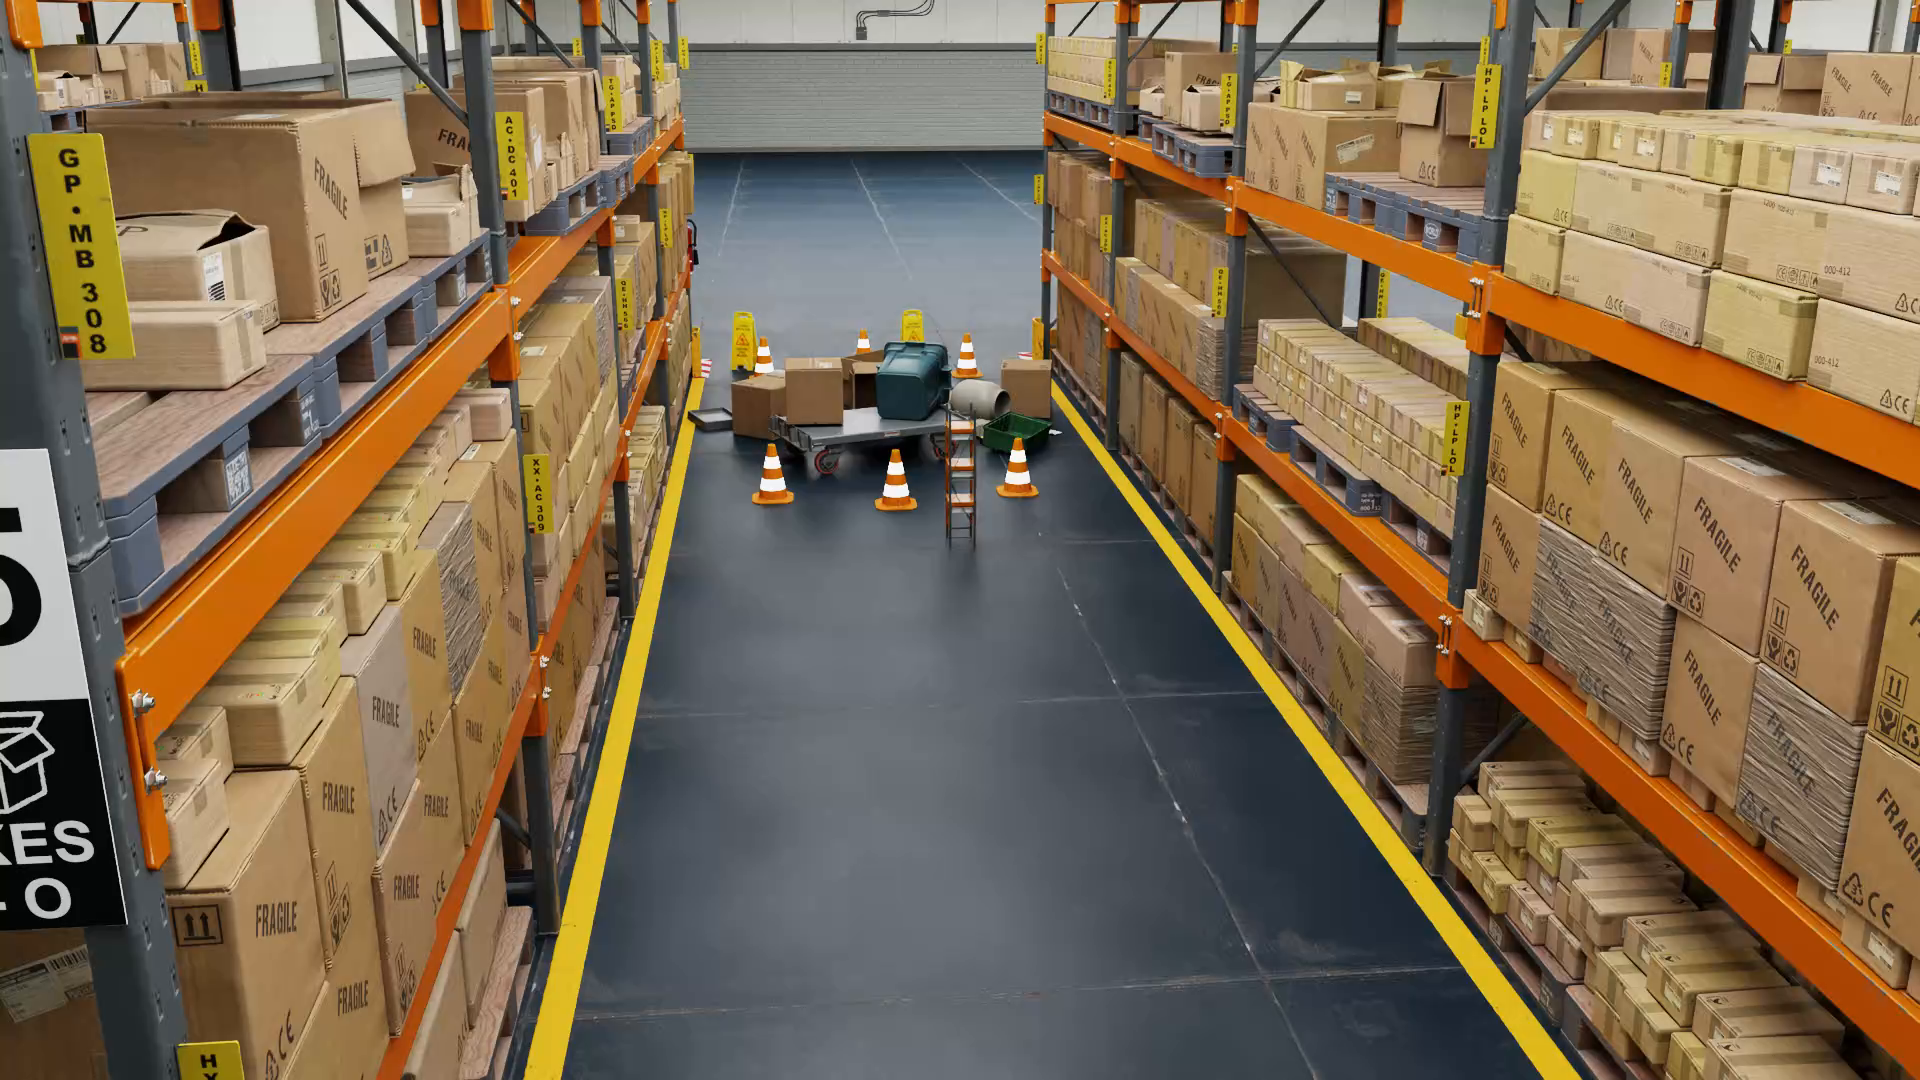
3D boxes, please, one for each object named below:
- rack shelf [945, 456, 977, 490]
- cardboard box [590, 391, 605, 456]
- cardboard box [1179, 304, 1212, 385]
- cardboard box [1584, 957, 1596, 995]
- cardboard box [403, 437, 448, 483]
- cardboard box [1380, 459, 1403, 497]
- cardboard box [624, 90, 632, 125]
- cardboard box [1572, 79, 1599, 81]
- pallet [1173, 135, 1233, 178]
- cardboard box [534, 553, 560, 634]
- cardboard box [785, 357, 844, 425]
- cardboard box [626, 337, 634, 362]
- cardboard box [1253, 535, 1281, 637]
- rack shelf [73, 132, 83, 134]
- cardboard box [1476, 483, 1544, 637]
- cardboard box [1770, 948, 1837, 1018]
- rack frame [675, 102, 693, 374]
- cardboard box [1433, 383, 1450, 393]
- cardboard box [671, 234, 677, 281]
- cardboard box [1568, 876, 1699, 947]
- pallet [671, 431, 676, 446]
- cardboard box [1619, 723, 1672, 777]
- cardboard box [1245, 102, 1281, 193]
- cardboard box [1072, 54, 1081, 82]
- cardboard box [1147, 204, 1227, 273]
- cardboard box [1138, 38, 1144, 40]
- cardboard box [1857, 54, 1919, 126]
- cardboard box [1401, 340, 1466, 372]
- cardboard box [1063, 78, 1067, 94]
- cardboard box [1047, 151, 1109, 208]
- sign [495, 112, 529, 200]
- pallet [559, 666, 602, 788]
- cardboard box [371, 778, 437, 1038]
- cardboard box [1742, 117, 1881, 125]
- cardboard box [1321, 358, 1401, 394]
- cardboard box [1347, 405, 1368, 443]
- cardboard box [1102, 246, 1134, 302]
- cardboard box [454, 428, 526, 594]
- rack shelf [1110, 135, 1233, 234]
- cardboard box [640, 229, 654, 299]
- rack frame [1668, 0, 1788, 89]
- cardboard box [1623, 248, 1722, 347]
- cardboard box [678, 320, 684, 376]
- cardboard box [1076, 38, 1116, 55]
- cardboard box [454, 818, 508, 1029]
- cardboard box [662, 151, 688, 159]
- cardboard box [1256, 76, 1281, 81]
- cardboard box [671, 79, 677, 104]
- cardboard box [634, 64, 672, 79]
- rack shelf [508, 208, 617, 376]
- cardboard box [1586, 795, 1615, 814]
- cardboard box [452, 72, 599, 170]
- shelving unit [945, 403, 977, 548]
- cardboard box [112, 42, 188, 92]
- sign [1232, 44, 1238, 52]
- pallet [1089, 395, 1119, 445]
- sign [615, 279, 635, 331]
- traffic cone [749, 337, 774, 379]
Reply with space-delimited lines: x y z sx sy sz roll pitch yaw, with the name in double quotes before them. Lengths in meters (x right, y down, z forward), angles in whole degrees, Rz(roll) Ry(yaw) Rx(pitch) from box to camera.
"rack shelf" 0.006 -0.475 12.472 0.215 0.259 0.240 -2 18 -6
"cardboard box" -2.224 -0.633 9.102 0.500 0.250 0.500 -2 18 -7
"cardboard box" 1.893 -1.412 12.001 0.500 0.500 0.500 -2 18 -6
"cardboard box" 2.631 1.685 6.362 0.380 0.149 0.250 -3 18 -8
"cardboard box" -1.916 -0.236 5.503 0.380 0.149 0.250 -2 18 -6
"cardboard box" 2.355 -0.318 8.399 0.380 0.149 0.250 -3 18 -8
"cardboard box" -2.817 -3.338 12.844 0.500 0.250 0.500 -2 17 -5
"cardboard box" 6.347 -4.596 16.885 0.380 0.149 0.250 -2 18 -6
"pallet" 2.138 -2.621 11.327 1.213 0.211 1.003 -1 17 -3
"cardboard box" -2.026 0.217 7.229 0.500 0.250 0.500 -2 18 -7
"cardboard box" -1.301 -1.331 14.819 0.500 0.500 0.500 -2 18 -6
"cardboard box" -2.491 -1.341 11.659 0.380 0.149 0.250 -2 18 -5
"cardboard box" 2.132 0.270 10.280 0.500 0.500 0.500 -2 17 -5
"rack shelf" -8.212 -3.628 15.419 1.077 0.370 4.000 -2 18 -6
"cardboard box" 2.470 0.067 6.791 0.500 0.500 0.500 -2 18 -7
"cardboard box" 3.090 1.539 5.832 0.380 0.149 0.250 -2 18 -6
"rack frame" -3.481 -3.291 18.151 1.000 3.000 0.127 -2 18 -6
"cardboard box" 2.896 -0.795 9.424 0.380 0.149 0.250 -1 17 -4
"cardboard box" -2.951 -2.727 15.692 0.500 0.500 0.500 -2 18 -6
"cardboard box" 2.538 1.400 6.276 0.380 0.149 0.250 -1 17 -4
"pallet" -3.173 -0.967 15.406 1.003 0.211 1.213 -2 18 -6
"cardboard box" 2.558 0.707 5.837 0.380 0.149 0.250 -1 17 -3
"cardboard box" 2.051 -2.391 10.109 0.500 0.500 0.500 -2 18 -6
"cardboard box" 1.384 -4.620 16.265 0.500 0.250 0.500 -2 18 -6
"cardboard box" 1.957 -2.506 13.814 0.700 0.500 0.500 -2 18 -7
"cardboard box" 1.962 -4.869 16.391 0.380 0.149 0.250 -2 18 -5
"cardboard box" 6.839 -3.217 11.908 0.500 0.500 0.500 -2 18 -6
"cardboard box" 2.845 -1.090 9.867 0.380 0.149 0.250 -1 17 -4
"cardboard box" 1.253 -4.620 16.929 0.380 0.149 0.250 -2 18 -5
"cardboard box" 1.432 -3.949 18.194 0.875 0.550 0.550 -2 18 -6
"sign" -1.692 -1.449 6.280 0.100 0.325 0.005 -2 18 -6
"pallet" -2.527 1.023 9.066 1.003 0.211 1.213 -2 18 -6
"cardboard box" -1.709 0.975 4.397 0.500 0.500 0.500 -2 18 -6
"cardboard box" 3.078 -1.452 6.037 0.380 0.149 0.250 -2 18 -6
"cardboard box" 2.249 -0.919 9.323 0.380 0.149 0.250 -1 17 -4
"cardboard box" 2.293 -0.626 8.885 0.380 0.149 0.250 -2 18 -5
"cardboard box" 1.795 -2.463 15.264 0.875 0.550 0.550 -2 18 -6
"cardboard box" -1.920 -0.108 6.177 0.500 0.500 0.500 -2 18 -6
"rack shelf" 2.051 -2.774 12.698 1.077 0.370 4.000 -2 18 -6
"cardboard box" -2.740 -2.211 13.346 0.500 0.500 0.500 -2 18 -5
"rack frame" 6.788 -5.267 14.431 1.000 3.000 0.127 -2 18 -6
"cardboard box" 2.550 -0.807 5.483 0.500 0.250 0.500 -1 17 -3
"cardboard box" -2.980 -1.843 16.177 0.500 0.500 0.500 -1 17 -3
"cardboard box" 1.333 -4.773 16.086 0.380 0.149 0.250 -2 17 -5
"cardboard box" -2.286 1.497 6.477 0.875 0.438 0.875 -2 18 -6
"cardboard box" -3.211 -3.812 17.478 0.700 0.500 0.500 -2 18 -7
"cardboard box" 2.244 -3.403 12.782 0.500 0.311 0.500 -2 18 -8
"cardboard box" -3.123 -4.498 16.741 0.500 0.250 0.500 -2 18 -6
"cardboard box" -3.120 -4.737 16.839 0.380 0.149 0.250 -2 18 -6
"rack shelf" -2.450 -1.399 8.319 1.077 0.370 4.000 -2 18 -6
"cardboard box" 3.018 1.203 7.398 0.380 0.149 0.250 -1 17 -5
"cardboard box" -2.365 -2.297 9.111 0.700 0.500 0.500 -3 18 -8
"shelving unit" 0.006 -0.485 12.469 0.215 1.050 0.252 -2 18 -6
"cardboard box" -8.130 -4.739 16.720 0.500 0.500 0.500 -1 17 -4
"sign" 2.383 -4.130 14.426 0.100 0.325 0.005 -2 18 -6
"pallet" 1.844 -1.180 16.085 1.003 0.211 1.213 -2 18 -6
"sign" -2.104 -1.478 10.443 0.100 0.325 0.005 -2 18 -6
"traffic cone" -2.154 -1.992 18.250 0.336 0.463 0.334 -2 18 -6
